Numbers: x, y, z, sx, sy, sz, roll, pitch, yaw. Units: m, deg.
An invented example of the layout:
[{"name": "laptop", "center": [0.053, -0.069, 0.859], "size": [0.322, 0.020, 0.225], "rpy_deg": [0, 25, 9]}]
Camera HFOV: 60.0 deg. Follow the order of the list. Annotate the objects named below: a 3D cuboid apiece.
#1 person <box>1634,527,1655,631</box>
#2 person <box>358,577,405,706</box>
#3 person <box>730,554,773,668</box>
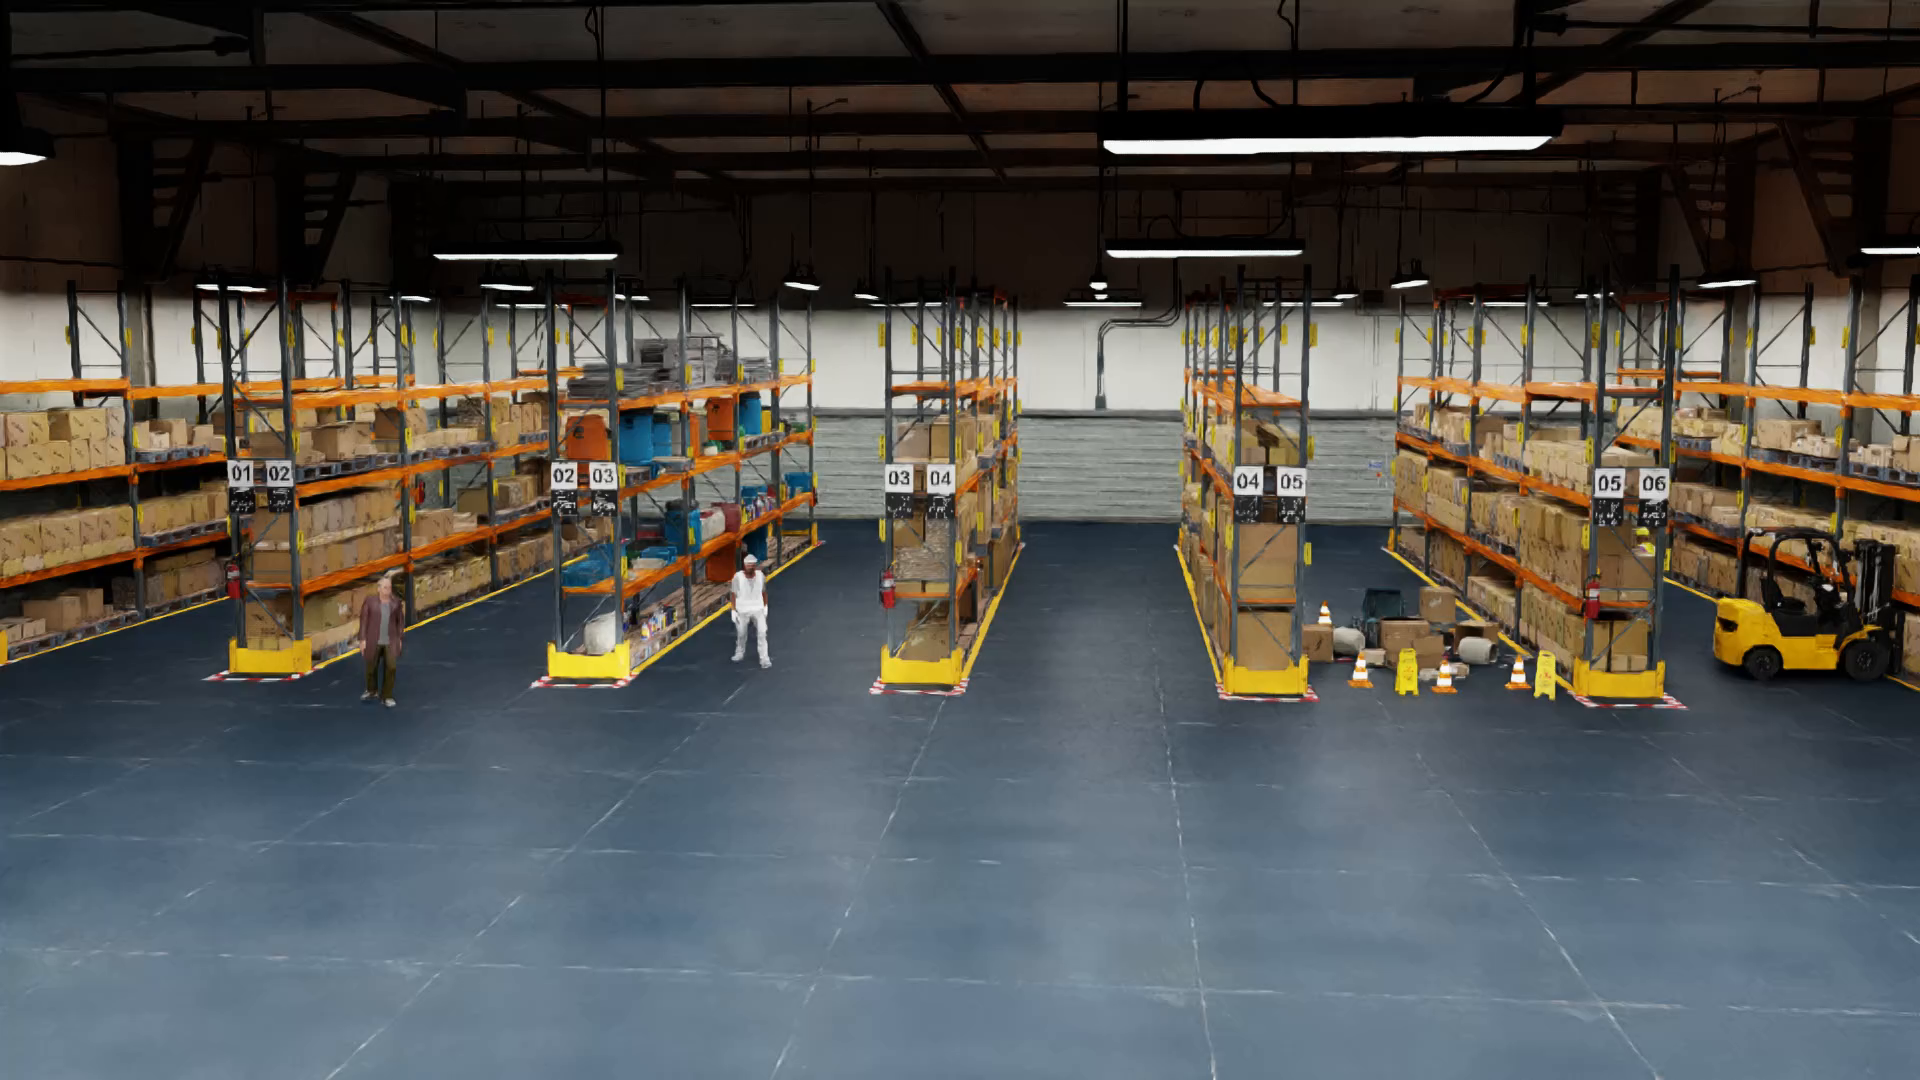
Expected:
[{"name": "person", "center": [11.663, 0.650, 28.544], "size": [0.580, 1.763, 0.671], "rpy_deg": [5, 9, 36]}, {"name": "person", "center": [-7.929, 1.371, 22.761], "size": [0.622, 1.766, 0.612], "rpy_deg": [-4, 8, -29]}, {"name": "person", "center": [-3.229, 1.057, 25.504], "size": [0.609, 1.742, 0.809], "rpy_deg": [-2, 7, -18]}]
